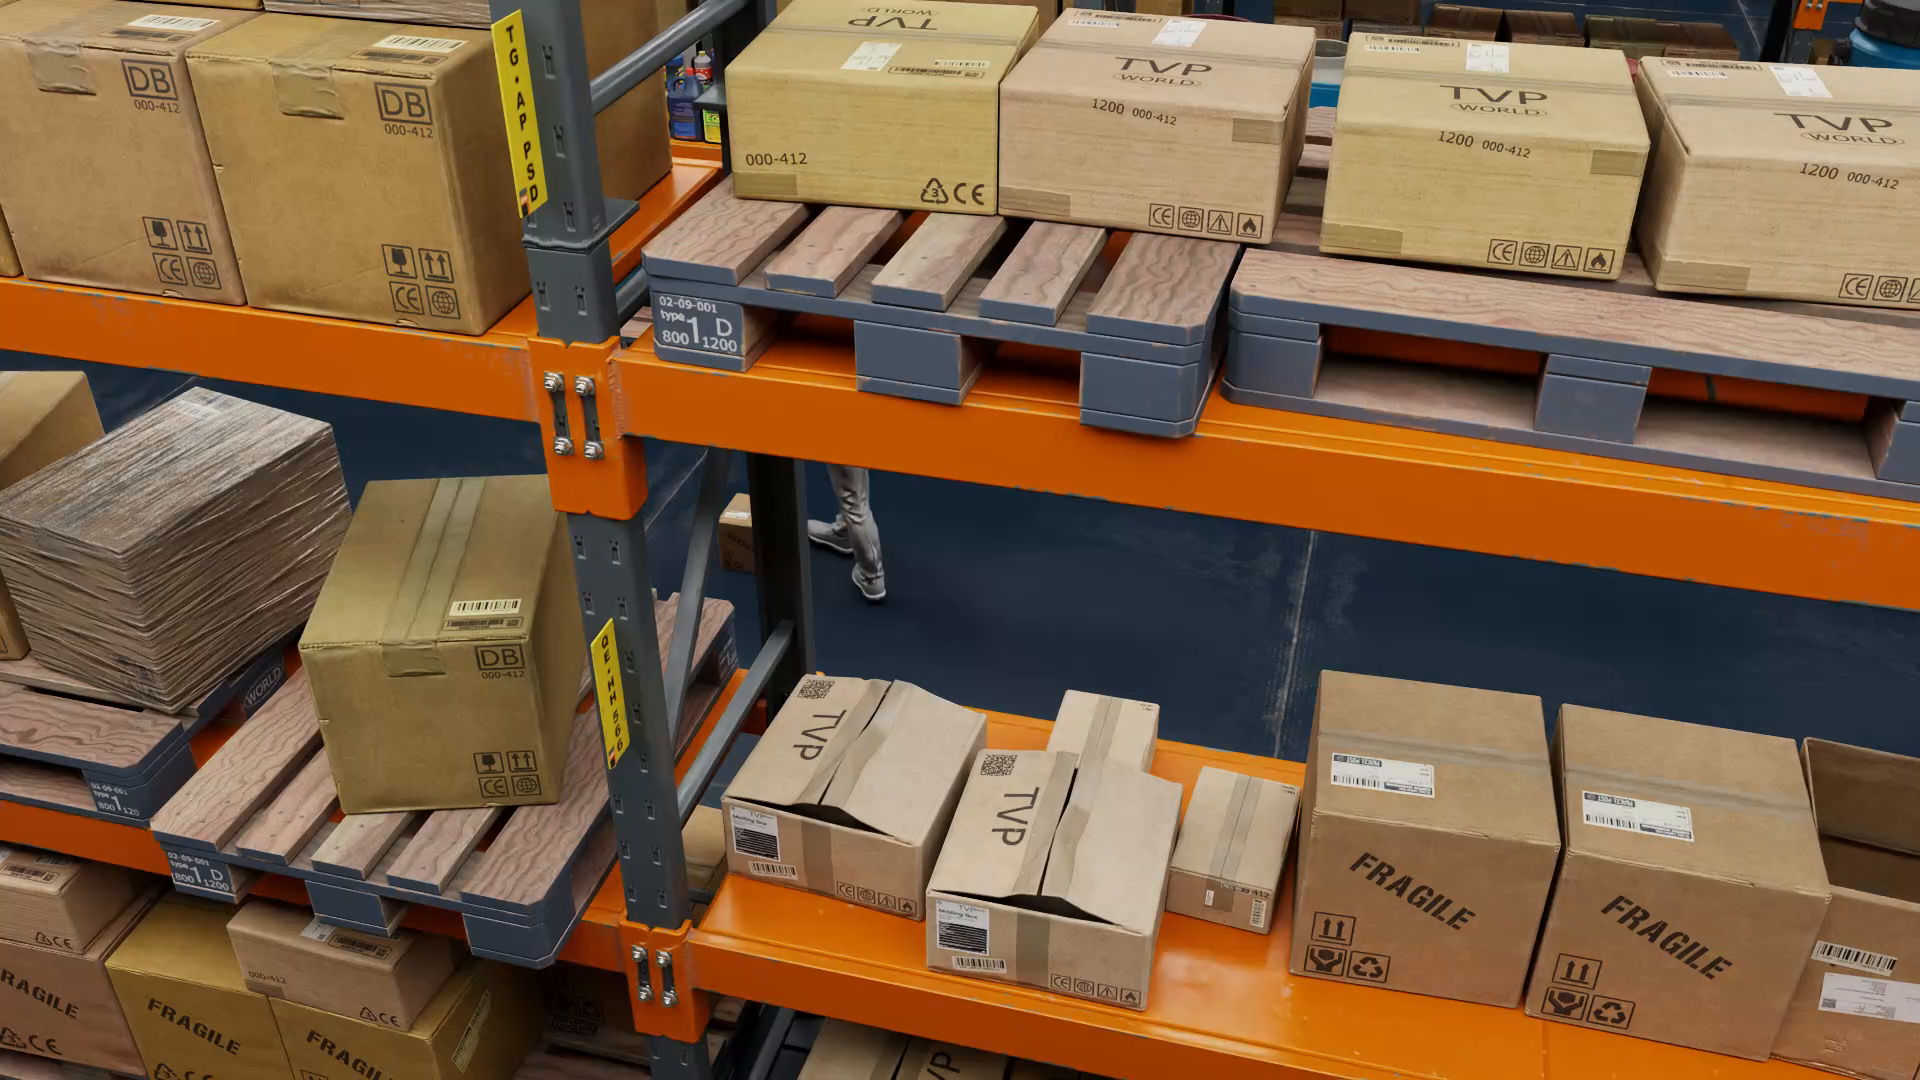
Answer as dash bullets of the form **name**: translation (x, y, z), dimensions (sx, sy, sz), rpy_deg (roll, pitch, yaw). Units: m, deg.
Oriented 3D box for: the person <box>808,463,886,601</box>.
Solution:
- **person**: translation (-0.526, -0.575, 7.001), dimensions (0.633, 1.667, 0.476), rpy_deg (25, 40, 33)
